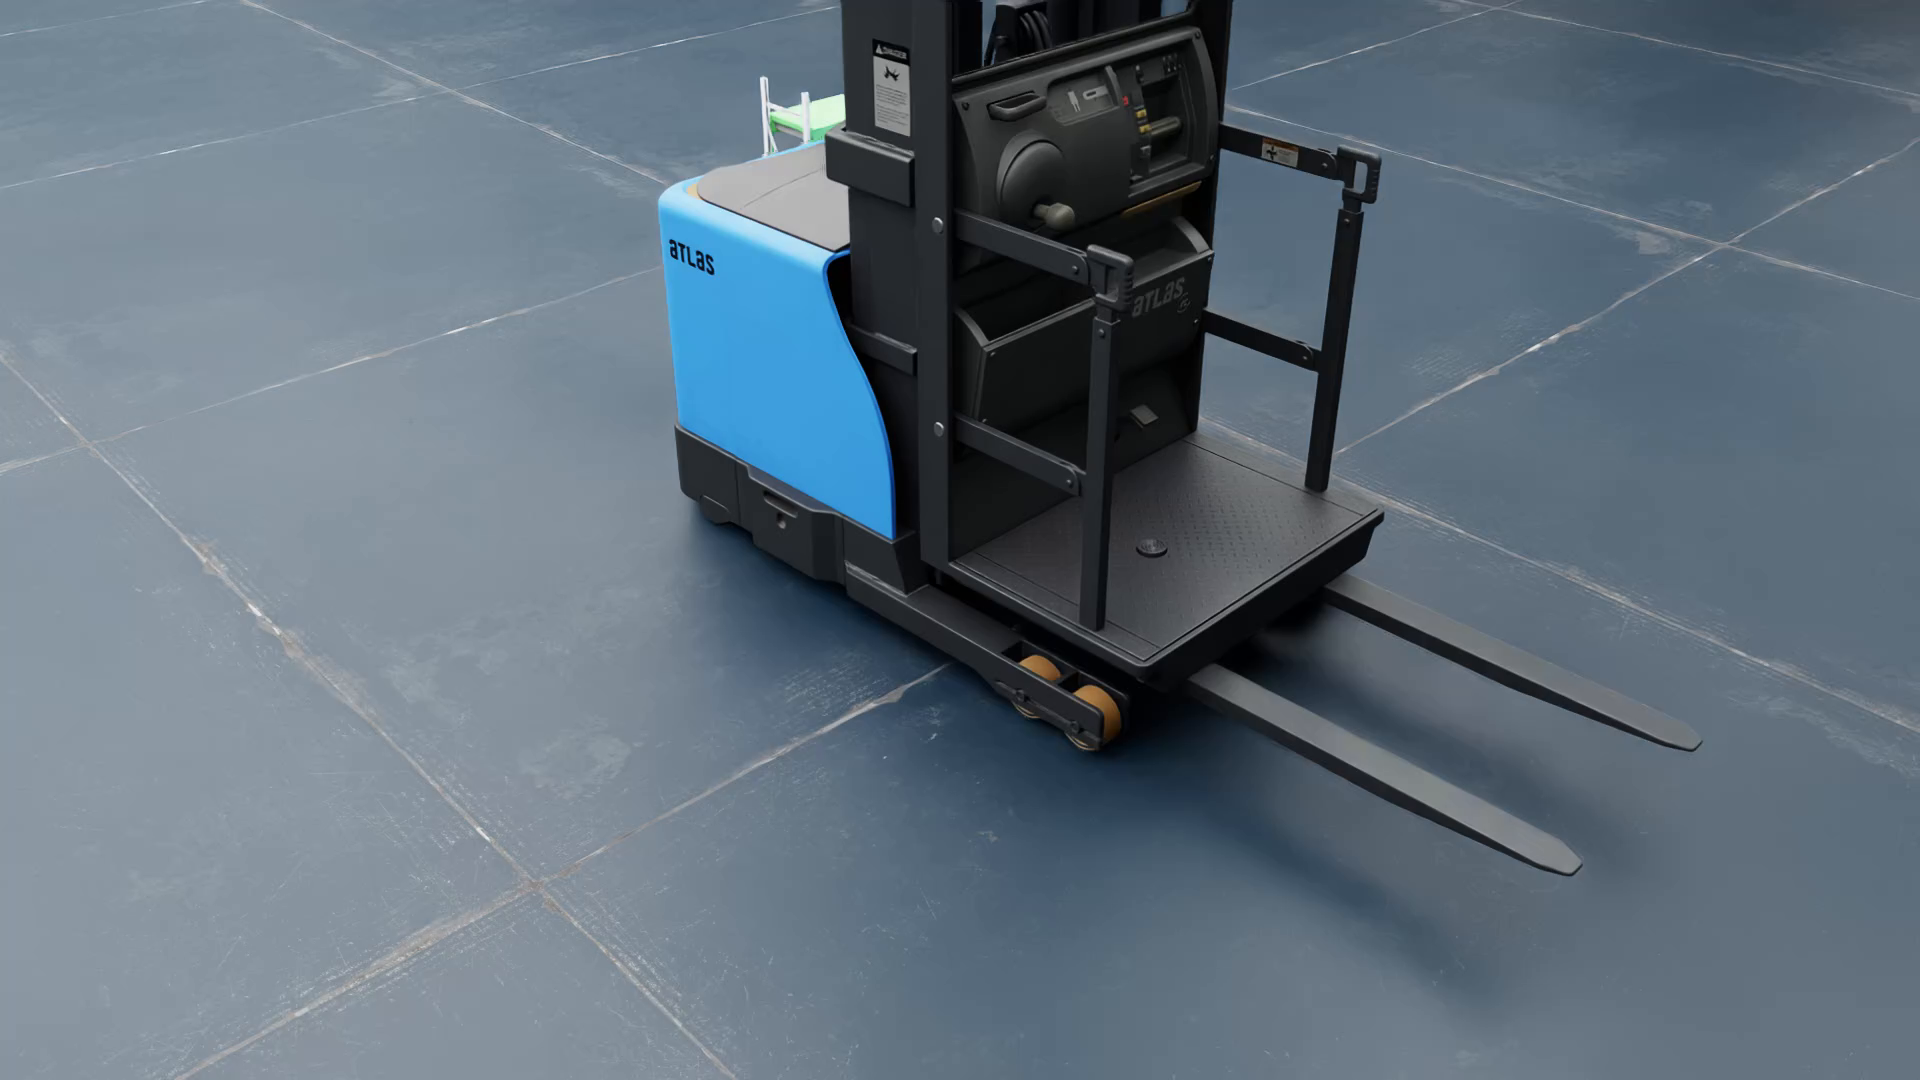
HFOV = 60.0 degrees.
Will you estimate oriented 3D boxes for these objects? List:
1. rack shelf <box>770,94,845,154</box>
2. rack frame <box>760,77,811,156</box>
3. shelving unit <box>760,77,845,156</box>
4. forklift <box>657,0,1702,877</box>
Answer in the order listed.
[{"bbox_3d":[-0.384,-1.387,5.570,0.480,0.148,0.258,-25,40,-35],"label":"rack shelf"},{"bbox_3d":[-0.564,-0.946,5.647,0.015,1.200,0.240,-25,40,-35],"label":"rack frame"},{"bbox_3d":[-0.383,-1.032,5.787,0.503,1.200,0.258,-25,40,-35],"label":"shelving unit"},{"bbox_3d":[0.492,-1.007,4.088,3.031,2.935,1.130,27,41,37],"label":"forklift"}]
